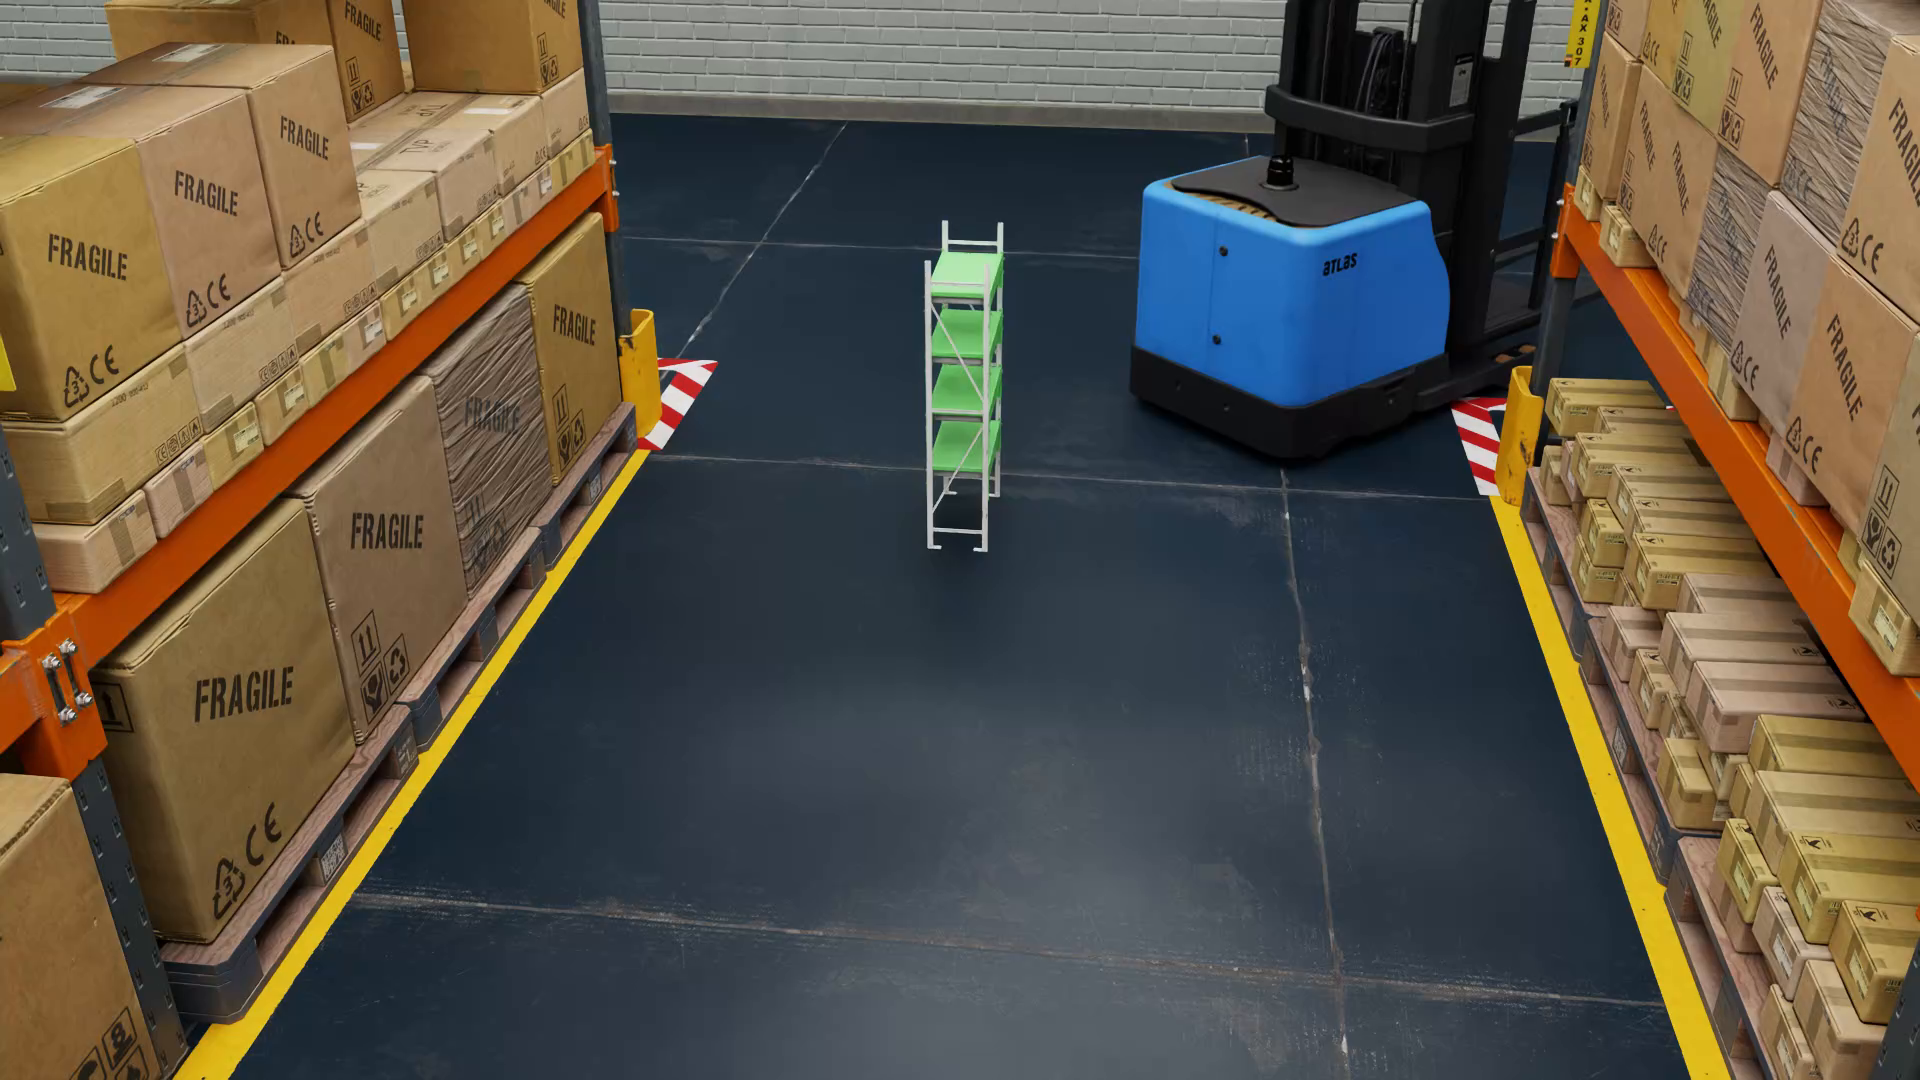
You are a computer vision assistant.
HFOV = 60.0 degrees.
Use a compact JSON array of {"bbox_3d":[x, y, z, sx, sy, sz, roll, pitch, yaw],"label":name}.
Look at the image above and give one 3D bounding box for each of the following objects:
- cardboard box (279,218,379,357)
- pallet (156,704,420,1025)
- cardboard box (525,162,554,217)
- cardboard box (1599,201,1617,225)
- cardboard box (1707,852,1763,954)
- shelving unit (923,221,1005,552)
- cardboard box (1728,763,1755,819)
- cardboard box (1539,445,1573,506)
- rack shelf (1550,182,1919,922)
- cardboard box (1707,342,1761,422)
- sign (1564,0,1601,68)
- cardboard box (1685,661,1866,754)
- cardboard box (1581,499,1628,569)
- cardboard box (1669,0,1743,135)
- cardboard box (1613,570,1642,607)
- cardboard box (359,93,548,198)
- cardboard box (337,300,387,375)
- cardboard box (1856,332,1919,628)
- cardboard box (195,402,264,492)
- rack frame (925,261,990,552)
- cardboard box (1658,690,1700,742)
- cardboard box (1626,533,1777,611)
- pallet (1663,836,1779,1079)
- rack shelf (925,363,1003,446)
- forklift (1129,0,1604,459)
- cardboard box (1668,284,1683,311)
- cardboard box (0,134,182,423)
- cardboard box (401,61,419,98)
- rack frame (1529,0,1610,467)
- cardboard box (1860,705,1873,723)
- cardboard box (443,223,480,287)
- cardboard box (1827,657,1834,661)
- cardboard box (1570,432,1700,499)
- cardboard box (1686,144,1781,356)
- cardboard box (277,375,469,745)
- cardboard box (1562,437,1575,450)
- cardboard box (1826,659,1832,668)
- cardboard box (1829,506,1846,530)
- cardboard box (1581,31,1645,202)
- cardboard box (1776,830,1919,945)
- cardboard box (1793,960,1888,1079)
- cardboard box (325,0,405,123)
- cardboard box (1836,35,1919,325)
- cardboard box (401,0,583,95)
[{"bbox_3d":[-2.050,-0.748,4.820,0.500,0.250,0.500,4,29,7],"label":"cardboard box"},{"bbox_3d":[-2.321,0.875,4.903,1.003,0.211,1.213,3,28,6],"label":"pallet"},{"bbox_3d":[-1.780,-1.343,6.346,0.380,0.149,0.250,3,29,6],"label":"cardboard box"},{"bbox_3d":[2.554,-1.180,6.042,0.380,0.149,0.250,4,29,8],"label":"cardboard box"},{"bbox_3d":[2.212,0.957,4.374,0.380,0.149,0.250,2,28,5],"label":"cardboard box"},{"bbox_3d":[0.020,-0.606,6.610,0.258,1.200,0.503,3,28,6],"label":"shelving unit"},{"bbox_3d":[2.306,0.742,4.460,0.380,0.149,0.250,4,29,7],"label":"cardboard box"},{"bbox_3d":[2.527,-0.248,6.610,0.380,0.149,0.250,4,29,7],"label":"cardboard box"},{"bbox_3d":[2.664,-0.288,4.880,1.077,0.370,4.000,3,28,6],"label":"rack shelf"},{"bbox_3d":[2.342,-0.441,4.670,0.380,0.149,0.250,4,29,7],"label":"cardboard box"},{"bbox_3d":[2.370,-1.959,6.310,0.100,0.325,0.005,3,28,6],"label":"sign"},{"bbox_3d":[2.270,0.472,4.647,0.380,0.149,0.250,2,28,4],"label":"cardboard box"},{"bbox_3d":[2.419,-0.015,5.864,0.380,0.149,0.250,4,29,8],"label":"cardboard box"},{"bbox_3d":[2.449,-1.484,4.868,0.500,0.500,0.500,3,28,5],"label":"cardboard box"},{"bbox_3d":[2.476,0.237,5.710,0.380,0.149,0.250,3,29,6],"label":"cardboard box"},{"bbox_3d":[-1.860,-1.464,6.150,0.500,0.250,0.500,3,28,5],"label":"cardboard box"},{"bbox_3d":[-1.967,-0.618,5.000,0.380,0.149,0.250,4,29,7],"label":"cardboard box"},{"bbox_3d":[2.198,-0.082,3.321,0.500,0.500,0.500,3,28,6],"label":"cardboard box"},{"bbox_3d":[-2.061,-0.256,4.327,0.380,0.149,0.250,4,29,8],"label":"cardboard box"},{"bbox_3d":[-0.010,-0.491,6.397,0.240,1.200,0.015,3,28,6],"label":"rack frame"},{"bbox_3d":[2.354,0.597,5.043,0.380,0.149,0.250,4,29,7],"label":"cardboard box"},{"bbox_3d":[2.366,0.110,5.319,0.380,0.149,0.250,4,29,7],"label":"cardboard box"},{"bbox_3d":[2.466,1.246,4.214,1.003,0.211,1.213,3,28,6],"label":"pallet"},{"bbox_3d":[0.020,-0.550,6.640,0.258,0.148,0.480,3,28,6],"label":"rack shelf"},{"bbox_3d":[2.275,-2.203,7.750,3.031,2.935,1.130,-21,35,-33],"label":"forklift"},{"bbox_3d":[2.514,-0.800,5.337,0.380,0.149,0.250,3,28,6],"label":"cardboard box"},{"bbox_3d":[-2.179,-0.605,3.763,0.500,0.500,0.500,3,28,6],"label":"cardboard box"},{"bbox_3d":[-2.328,-1.736,6.655,0.500,0.250,0.500,3,28,5],"label":"cardboard box"},{"bbox_3d":[2.909,-1.546,6.457,1.000,3.000,0.127,3,28,6],"label":"rack frame"},{"bbox_3d":[2.903,0.513,4.885,0.380,0.149,0.250,3,28,6],"label":"cardboard box"},{"bbox_3d":[-1.873,-0.981,5.674,0.380,0.149,0.250,3,29,6],"label":"cardboard box"},{"bbox_3d":[2.963,0.399,5.411,0.380,0.149,0.250,4,29,7],"label":"cardboard box"},{"bbox_3d":[2.435,-0.263,6.011,0.380,0.149,0.250,3,28,6],"label":"cardboard box"},{"bbox_3d":[2.410,-0.802,4.657,0.500,0.500,0.500,3,28,5],"label":"cardboard box"},{"bbox_3d":[-2.221,0.022,5.344,0.875,0.875,0.875,3,28,6],"label":"cardboard box"},{"bbox_3d":[2.590,-0.375,6.533,0.380,0.149,0.250,5,29,8],"label":"cardboard box"},{"bbox_3d":[2.446,0.373,5.145,0.380,0.149,0.250,5,29,9],"label":"cardboard box"},{"bbox_3d":[2.336,-0.068,3.978,0.380,0.149,0.250,3,28,5],"label":"cardboard box"},{"bbox_3d":[2.580,-1.526,6.000,0.500,0.500,0.500,5,29,9],"label":"cardboard box"},{"bbox_3d":[2.196,0.840,3.964,0.380,0.149,0.250,4,29,7],"label":"cardboard box"},{"bbox_3d":[2.142,1.109,3.778,0.380,0.149,0.250,4,29,7],"label":"cardboard box"},{"bbox_3d":[-2.389,-1.831,6.040,0.500,0.500,0.500,3,28,5],"label":"cardboard box"},{"bbox_3d":[2.266,-0.759,3.523,0.500,0.500,0.500,2,28,5],"label":"cardboard box"},{"bbox_3d":[-1.800,-2.032,6.413,0.500,0.500,0.500,4,29,7],"label":"cardboard box"}]
